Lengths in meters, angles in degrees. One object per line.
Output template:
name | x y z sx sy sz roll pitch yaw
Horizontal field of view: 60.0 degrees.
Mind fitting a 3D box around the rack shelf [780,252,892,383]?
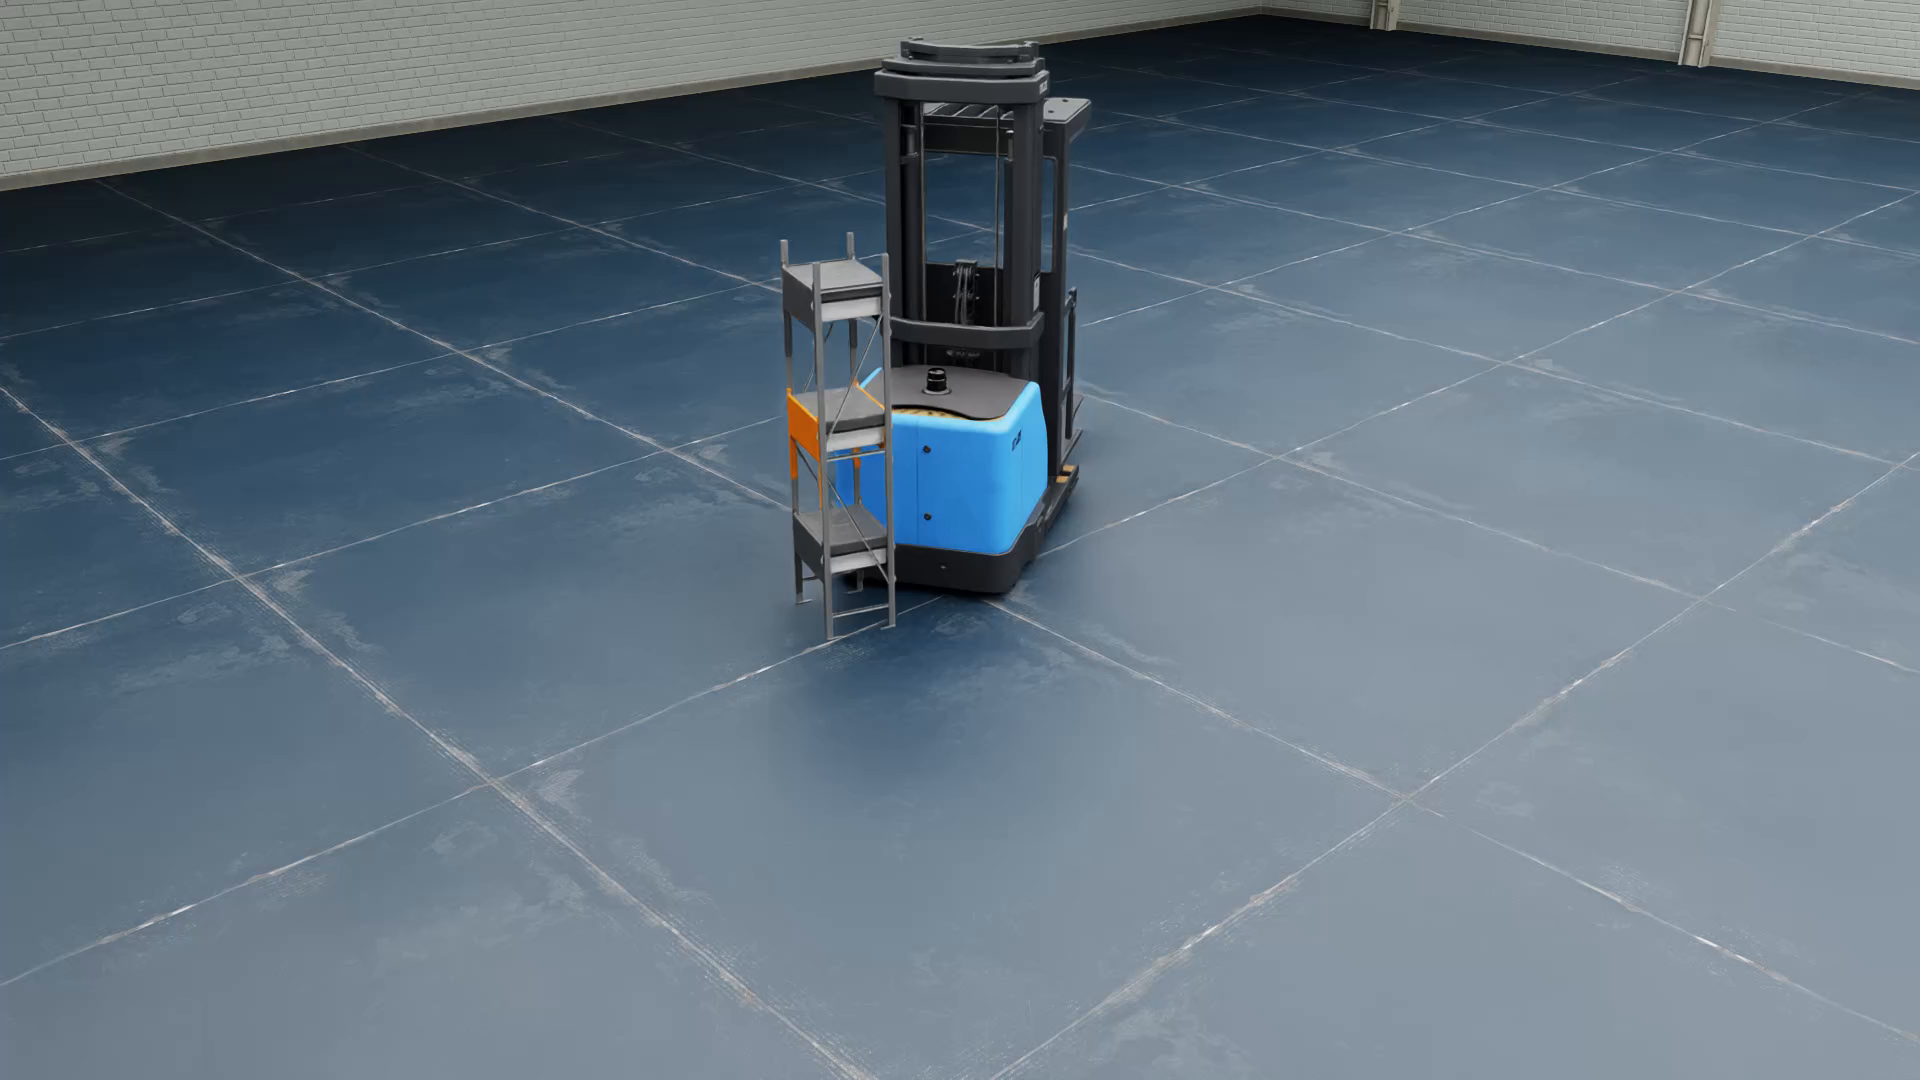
rack shelf | -0.642 -1.156 8.600 0.431 0.518 0.480 -11 27 -22

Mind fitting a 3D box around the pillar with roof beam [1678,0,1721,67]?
pillar with roof beam | 8.948 -10.702 22.866 9.100 9.000 0.400 -21 32 -38

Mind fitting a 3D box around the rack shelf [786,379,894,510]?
rack shelf | -0.642 -0.519 8.891 0.431 0.518 0.480 -11 27 -22

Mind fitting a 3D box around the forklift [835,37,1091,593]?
forklift | 0.162 -1.620 10.270 1.130 2.935 3.031 7 25 14

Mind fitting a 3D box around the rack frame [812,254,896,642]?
rack frame | -0.541 -0.439 8.683 0.400 2.100 0.015 -11 27 -22

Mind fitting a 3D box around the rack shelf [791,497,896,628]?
rack shelf | -0.642 0.118 9.181 0.431 0.518 0.480 -11 27 -22

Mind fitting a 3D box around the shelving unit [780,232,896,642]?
shelving unit | -0.642 -0.531 8.885 0.431 2.100 0.503 -11 27 -22

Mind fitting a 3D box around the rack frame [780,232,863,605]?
rack frame | -0.743 -0.624 9.087 0.400 2.100 0.015 -11 27 -22

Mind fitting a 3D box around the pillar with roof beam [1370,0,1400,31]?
pillar with roof beam | 4.847 -12.519 26.851 9.100 9.000 0.400 -21 32 -38
